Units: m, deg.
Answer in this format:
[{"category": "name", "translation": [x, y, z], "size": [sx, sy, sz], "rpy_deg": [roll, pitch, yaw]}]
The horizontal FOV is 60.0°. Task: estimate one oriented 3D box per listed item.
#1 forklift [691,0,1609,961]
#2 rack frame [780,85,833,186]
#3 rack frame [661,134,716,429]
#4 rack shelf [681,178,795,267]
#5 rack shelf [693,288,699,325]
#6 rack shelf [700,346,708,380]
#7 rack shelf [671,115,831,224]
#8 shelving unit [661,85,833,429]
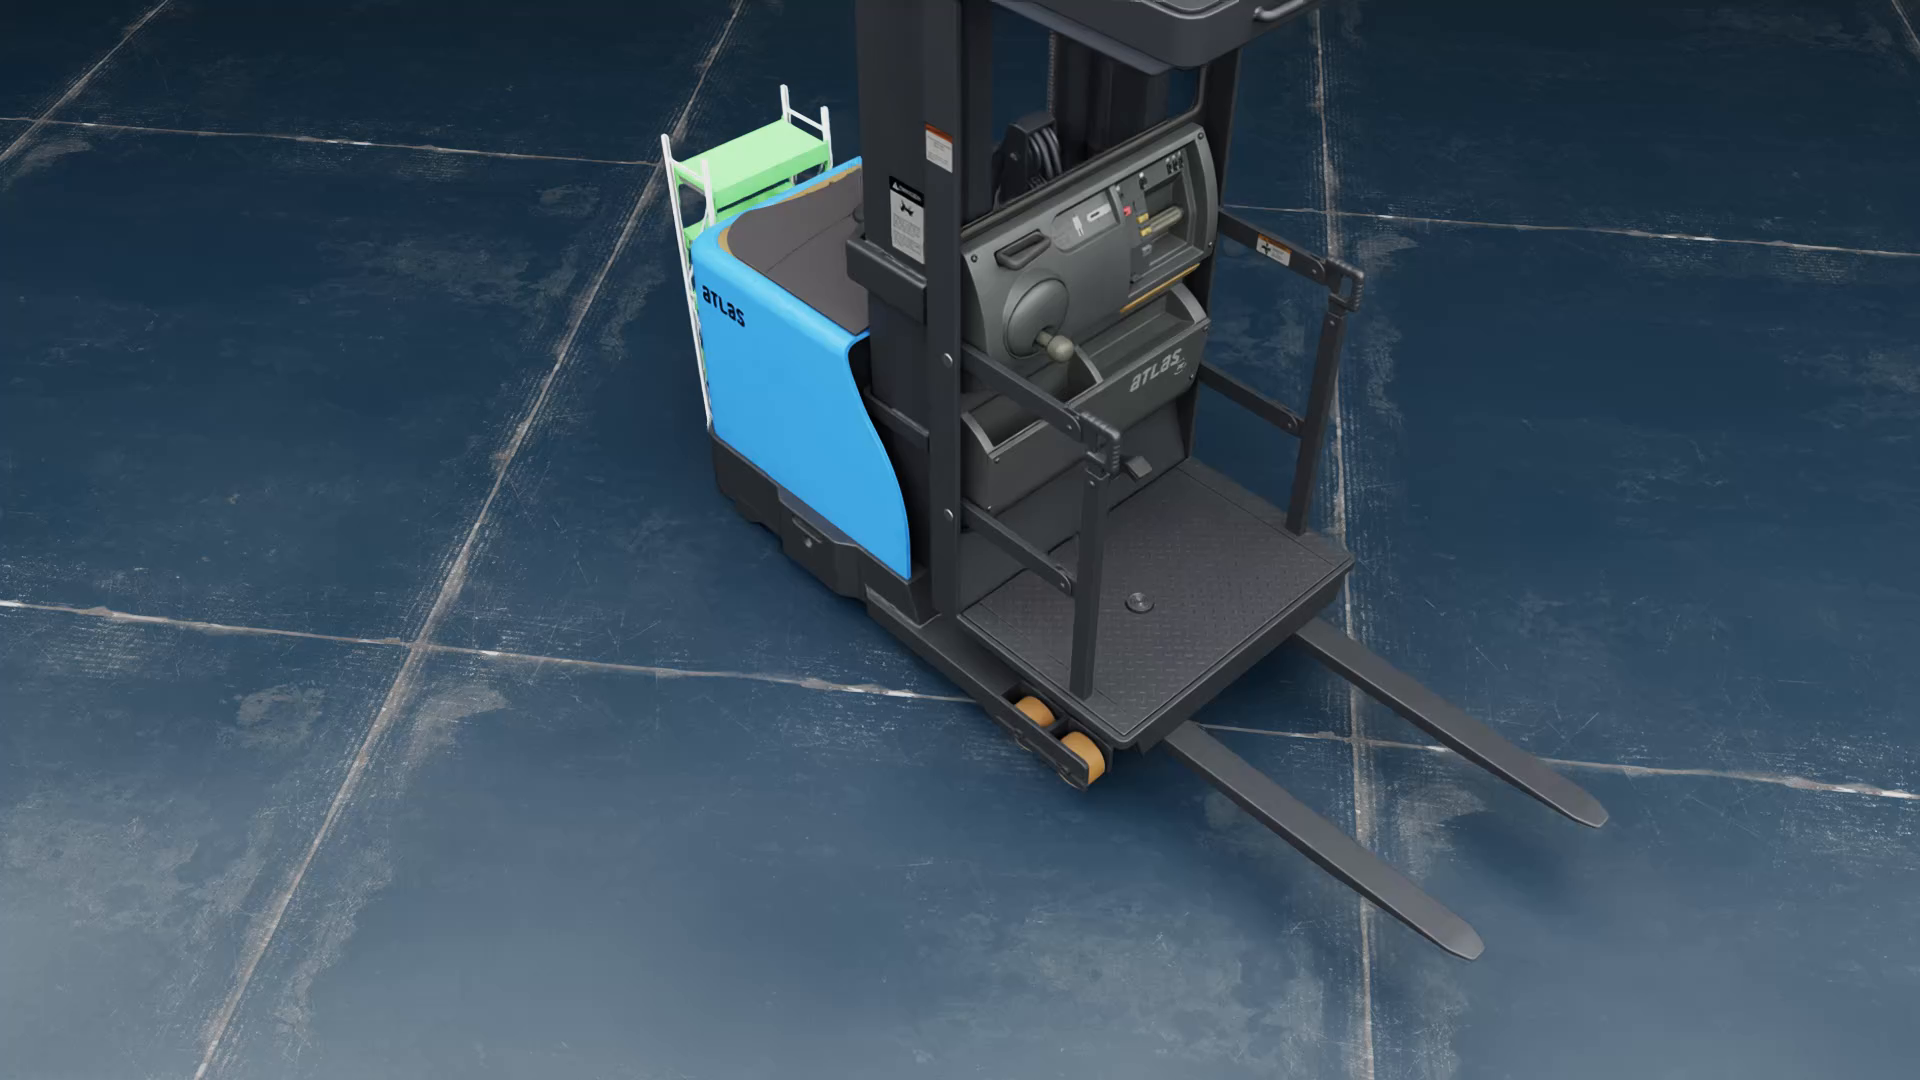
[{"category": "forklift", "translation": [0.519, -0.730, 4.389], "size": [1.130, 2.935, 3.031], "rpy_deg": [-33, 53, -30]}, {"category": "rack frame", "translation": [-0.506, -1.035, 5.962], "size": [0.015, 1.200, 0.240], "rpy_deg": [-32, 50, -29]}, {"category": "rack frame", "translation": [-0.867, -0.809, 5.723], "size": [0.015, 1.200, 0.240], "rpy_deg": [-32, 50, -29]}, {"category": "rack shelf", "translation": [-0.691, -1.053, 5.726], "size": [0.480, 0.148, 0.258], "rpy_deg": [-32, 50, -29]}, {"category": "rack shelf", "translation": [-0.684, -0.874, 5.885], "size": [0.480, 0.148, 0.258], "rpy_deg": [-32, 50, -29]}, {"category": "rack shelf", "translation": [-0.677, -0.695, 6.044], "size": [0.480, 0.148, 0.258], "rpy_deg": [-32, 50, -29]}, {"category": "rack shelf", "translation": [-0.698, -1.233, 5.567], "size": [0.480, 0.148, 0.258], "rpy_deg": [-32, 50, -29]}, {"category": "shelving unit", "translation": [-0.686, -0.922, 5.843], "size": [0.503, 1.200, 0.258], "rpy_deg": [-32, 50, -29]}]
